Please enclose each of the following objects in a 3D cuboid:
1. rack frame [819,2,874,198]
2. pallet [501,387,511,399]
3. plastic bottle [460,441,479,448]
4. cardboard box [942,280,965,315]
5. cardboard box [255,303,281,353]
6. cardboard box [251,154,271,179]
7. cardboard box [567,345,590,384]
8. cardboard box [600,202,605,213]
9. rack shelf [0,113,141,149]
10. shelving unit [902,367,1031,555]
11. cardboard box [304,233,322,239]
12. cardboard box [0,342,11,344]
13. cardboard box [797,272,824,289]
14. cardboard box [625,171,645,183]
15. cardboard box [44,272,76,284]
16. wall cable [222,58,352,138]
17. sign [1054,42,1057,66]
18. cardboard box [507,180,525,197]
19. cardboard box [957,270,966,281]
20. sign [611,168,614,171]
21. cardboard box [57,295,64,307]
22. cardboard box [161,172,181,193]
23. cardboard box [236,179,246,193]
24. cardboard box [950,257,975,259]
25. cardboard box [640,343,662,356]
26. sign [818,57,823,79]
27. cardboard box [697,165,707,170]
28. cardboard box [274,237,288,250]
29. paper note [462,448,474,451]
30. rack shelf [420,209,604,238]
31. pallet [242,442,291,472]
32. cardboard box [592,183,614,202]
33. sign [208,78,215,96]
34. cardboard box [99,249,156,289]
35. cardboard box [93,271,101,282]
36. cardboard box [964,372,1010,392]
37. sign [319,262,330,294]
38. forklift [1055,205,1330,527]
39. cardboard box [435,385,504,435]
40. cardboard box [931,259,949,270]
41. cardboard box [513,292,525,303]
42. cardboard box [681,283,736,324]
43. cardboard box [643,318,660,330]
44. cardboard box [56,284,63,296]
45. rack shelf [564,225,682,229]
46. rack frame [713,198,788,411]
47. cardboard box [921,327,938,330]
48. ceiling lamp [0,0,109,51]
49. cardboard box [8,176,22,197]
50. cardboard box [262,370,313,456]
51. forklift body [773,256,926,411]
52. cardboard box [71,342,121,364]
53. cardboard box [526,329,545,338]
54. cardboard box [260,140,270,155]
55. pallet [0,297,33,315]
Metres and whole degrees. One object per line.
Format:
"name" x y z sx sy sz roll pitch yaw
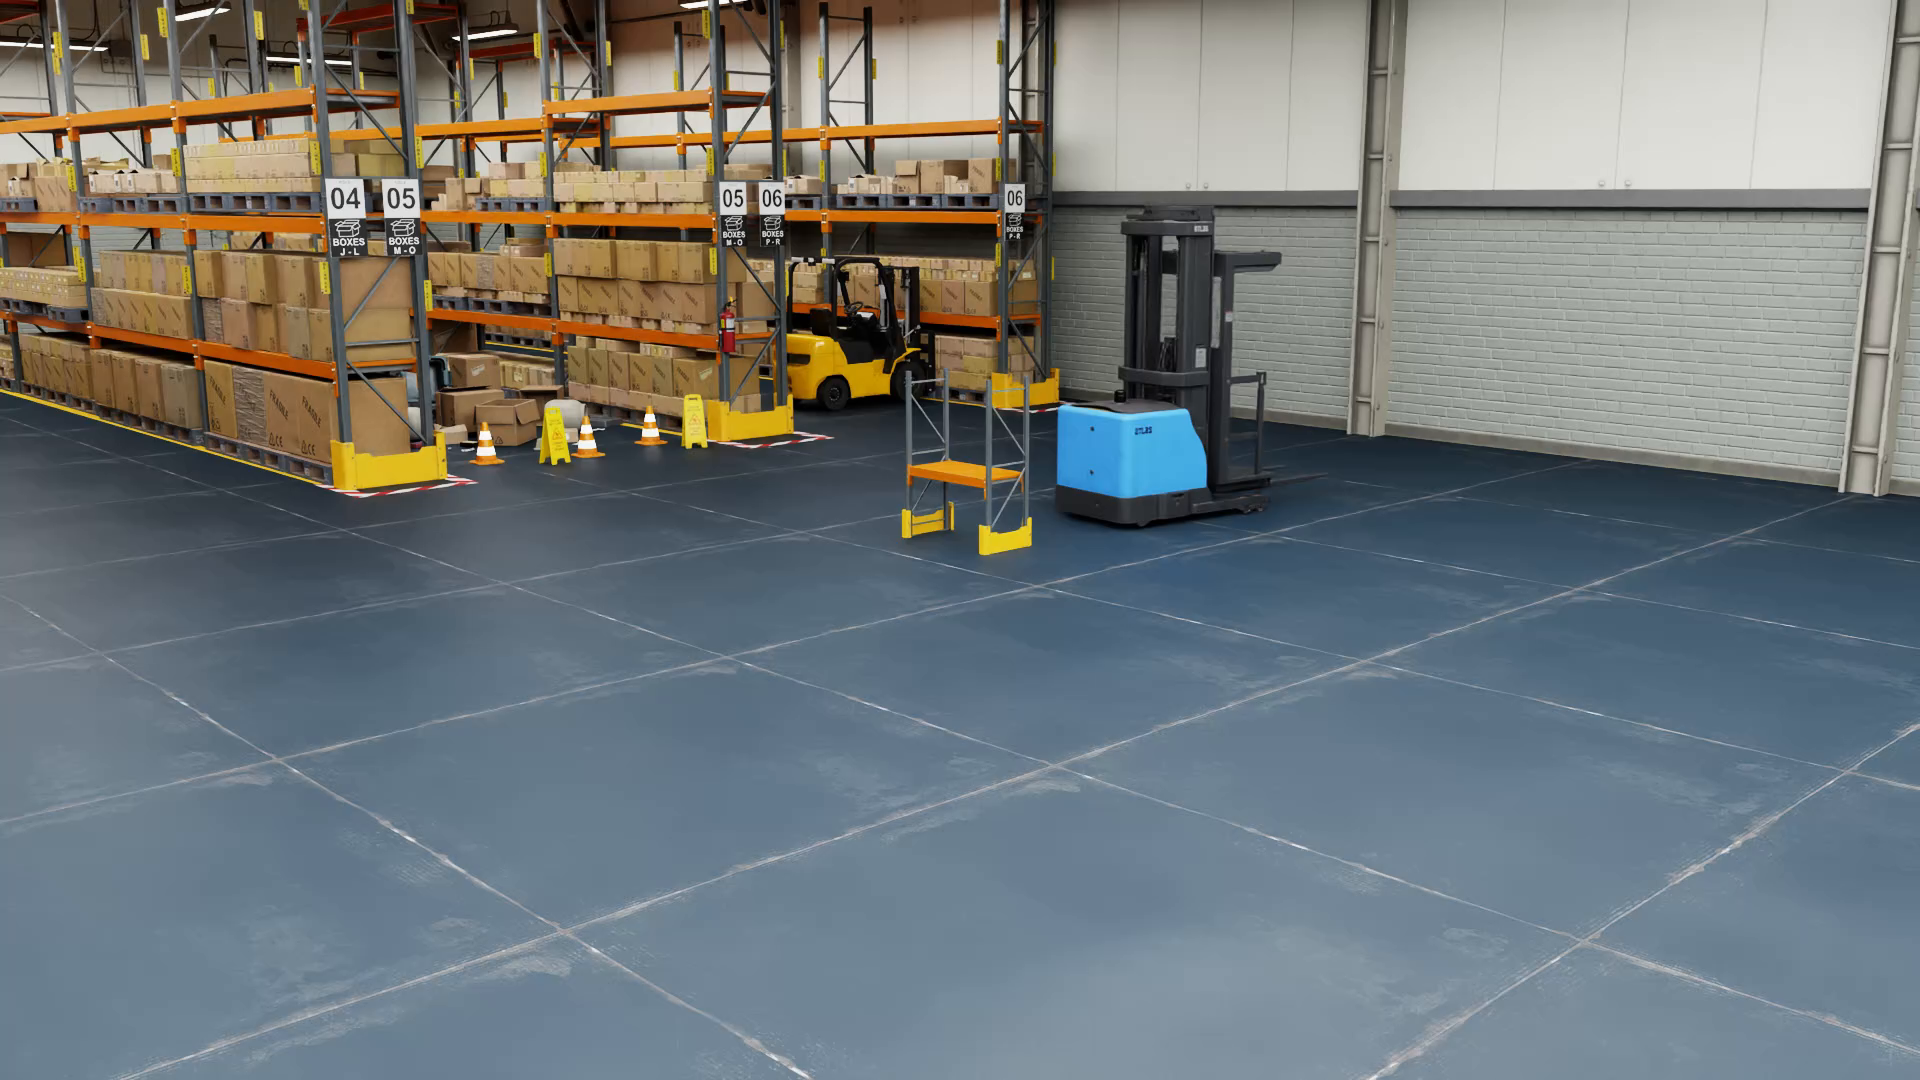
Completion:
"rack frame" -1.807 -7.012 26.646 1.000 3.000 0.127 -11 16 -43
"pallet" -6.780 -2.307 25.588 1.003 0.211 1.213 -11 16 -43
"plastic bottle" -6.063 -1.181 20.493 0.283 0.061 0.133 6 13 26
"cardboard box" 0.073 -3.651 24.953 0.500 0.500 0.500 -10 15 -41
"cardboard box" -7.519 -2.463 19.059 0.875 0.550 0.500 -11 16 -43
"cardboard box" -7.374 -4.068 18.137 0.500 0.250 0.500 -11 16 -43
"cardboard box" -5.183 -2.484 23.450 0.500 0.500 0.500 -10 15 -40
"cardboard box" -4.645 -4.499 22.502 0.250 0.149 0.380 11 16 43
"rack shelf" -13.049 -5.943 24.230 1.077 0.370 4.000 -11 16 -43
"shelving unit" 0.053 -0.723 14.706 0.587 1.500 1.083 -11 16 -43
"cardboard box" -11.362 -5.406 29.385 0.380 0.149 0.250 -11 16 -44
"cardboard box" -15.910 -3.193 27.524 0.380 0.149 0.250 -11 16 -42
"cardboard box" -2.332 -4.281 27.391 0.500 0.250 0.500 -11 16 -44
"cardboard box" -4.163 -4.762 21.804 0.380 0.149 0.250 -10 16 -41
"cardboard box" -12.877 -3.756 23.817 0.380 0.149 0.250 -10 15 -41
"wall cable" -15.227 -9.368 37.986 2.988 3.039 0.133 -11 16 -43
"sign" 1.361 -7.040 24.073 0.100 0.325 0.005 -11 16 -43
"cardboard box" -6.249 -5.123 24.239 0.500 0.250 0.500 -11 16 -42
"cardboard box" 0.180 -3.948 24.785 0.380 0.149 0.250 -11 16 -42
"sign" -5.008 -5.181 23.909 0.100 0.325 0.005 -11 16 -43
"cardboard box" -12.511 -3.388 23.504 0.380 0.149 0.250 -11 16 -43
"cardboard box" -9.509 -4.408 20.524 0.500 0.250 0.500 -11 16 -42
"cardboard box" -7.849 -3.955 18.577 0.380 0.149 0.250 -11 16 -42
"cardboard box" 0.058 -4.286 25.688 0.250 0.149 0.380 11 16 44
"cardboard box" -4.029 -2.542 22.126 0.380 0.149 0.250 -10 15 -40
"sign" -2.192 -7.431 26.168 0.100 0.325 0.005 -11 16 -43
"cardboard box" -4.246 -6.291 29.042 0.500 0.500 0.500 -11 16 -42
"cardboard box" -12.148 -5.266 30.314 0.500 0.500 0.500 -11 16 -42
"paper note" -5.969 -1.098 20.168 0.144 0.017 0.142 -5 13 -23
"rack shelf" -6.776 -4.790 25.078 1.077 0.370 4.000 -11 16 -43
"pallet" -7.590 -1.011 19.297 1.003 0.211 1.213 -11 16 -43
"cardboard box" -4.590 -4.672 22.354 0.500 0.250 0.500 -11 16 -42
"sign" -14.088 -8.530 31.305 0.100 0.325 0.005 -11 16 -43
"cardboard box" -11.365 -3.733 22.870 0.700 0.500 0.500 -11 16 -43
"cardboard box" -12.383 -3.843 24.240 0.250 0.149 0.380 11 16 43
"cardboard box" 0.402 -2.374 24.772 0.500 0.250 0.500 -11 16 -42
"sign" -6.545 -2.703 17.140 0.100 0.325 0.005 -11 16 -43
"forklift" 2.402 -1.772 16.246 3.031 2.935 1.130 -9 14 -36
"cardboard box" -6.328 -1.681 21.485 0.797 0.637 0.503 -11 16 -43
"cardboard box" -0.216 -4.161 25.080 0.380 0.149 0.250 -10 16 -41
"cardboard box" -6.323 -3.574 24.409 0.380 0.149 0.250 -11 16 -43
"cardboard box" -3.207 -3.033 21.216 0.500 0.500 0.500 -11 16 -44
"cardboard box" -3.979 -2.876 22.062 0.380 0.149 0.250 -11 16 -43
"cardboard box" -12.524 -3.537 23.488 0.380 0.149 0.250 -10 15 -40
"rack shelf" -5.951 -6.066 31.272 1.077 0.370 4.000 -11 16 -43
"rack frame" -2.633 -2.798 21.058 1.000 3.000 0.127 -11 16 -43
"cardboard box" -0.627 -3.230 26.452 0.500 0.250 0.500 -11 16 -42
"ceiling lamp" -17.289 -10.984 31.459 2.000 3.185 0.800 -11 16 -43
"cardboard box" -13.974 -5.318 25.037 0.500 0.311 0.500 -11 16 -43
"cardboard box" -7.268 -1.476 18.868 0.875 0.875 0.875 -11 16 -43
"forklift body" -1.674 -3.097 24.613 2.313 2.155 1.214 -11 16 -43
"cardboard box" -12.330 -2.673 23.747 0.500 0.250 0.500 11 16 44
"cardboard box" -8.462 -4.422 34.097 0.500 0.500 0.700 11 16 43
"cardboard box" -7.321 -4.235 17.957 0.380 0.149 0.250 -11 16 -42
"pallet" -14.007 -3.619 25.518 1.003 0.211 1.213 -11 16 -43
